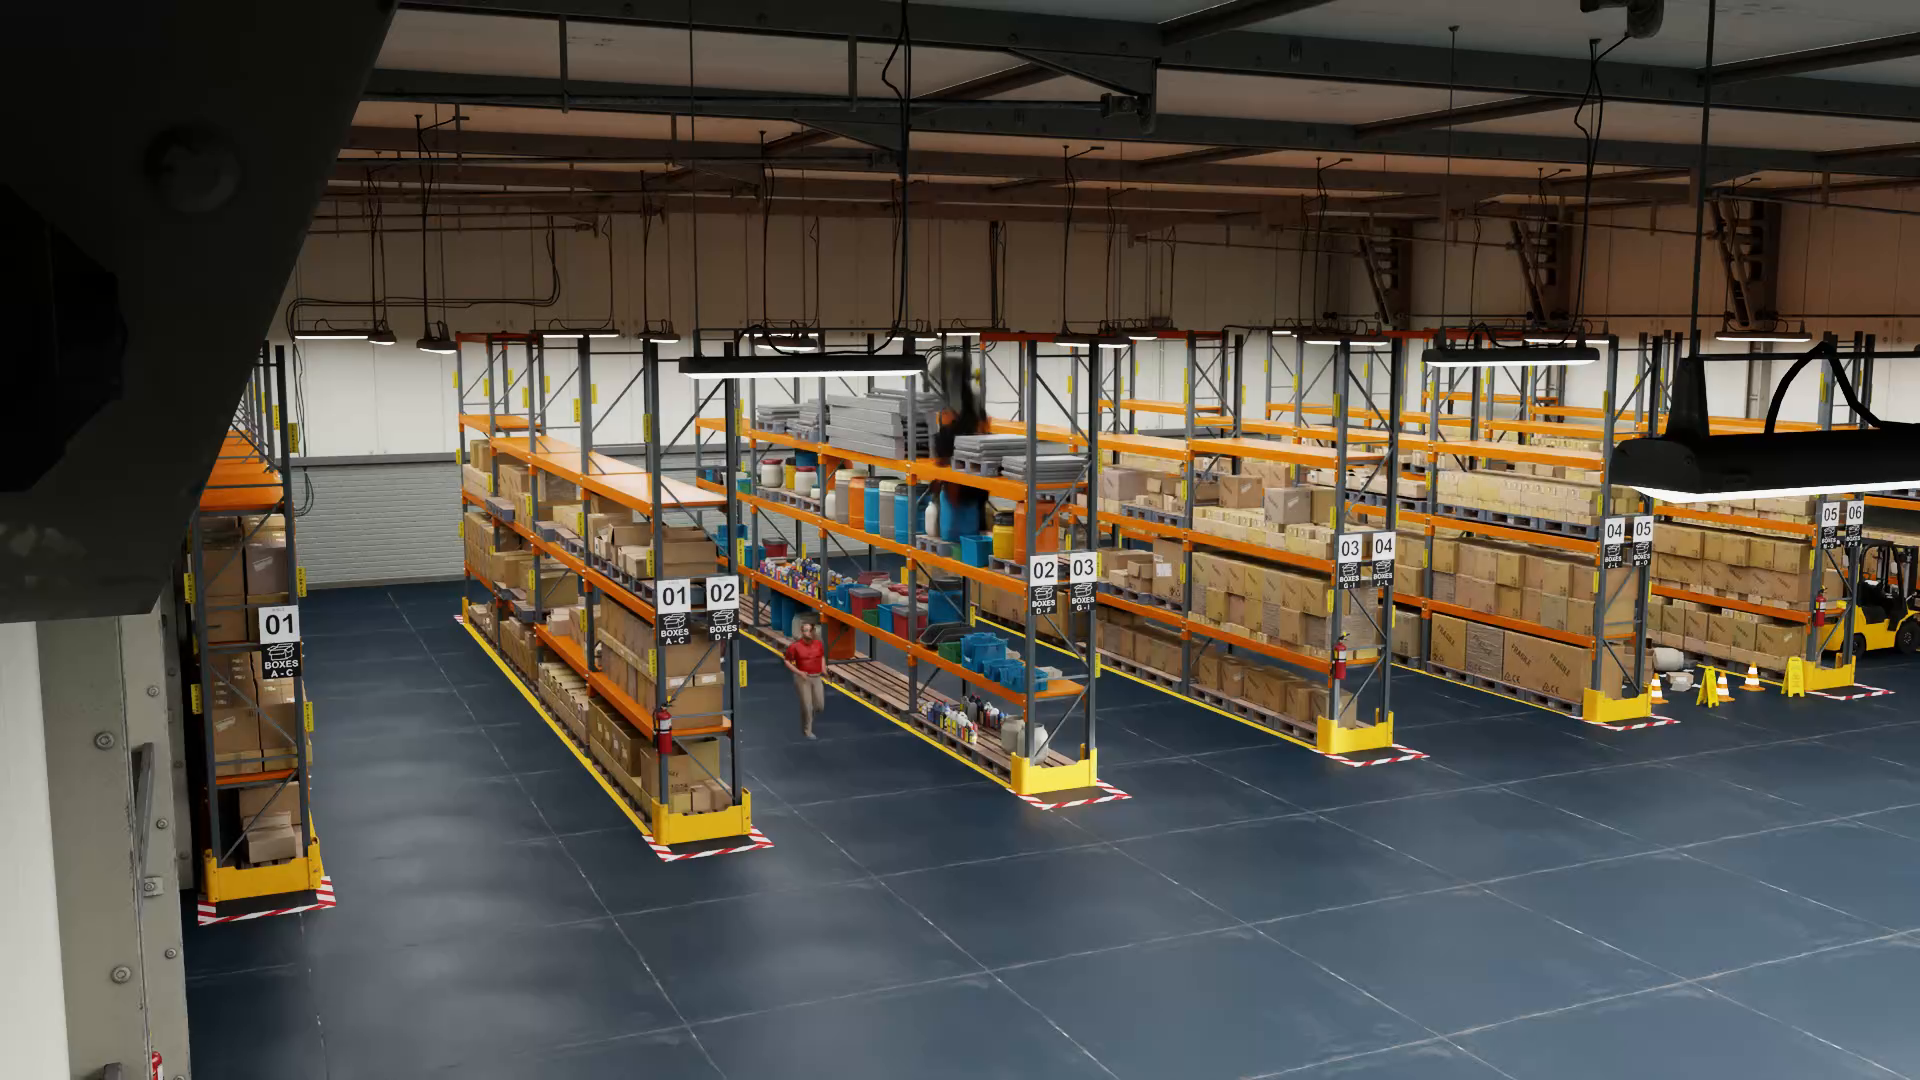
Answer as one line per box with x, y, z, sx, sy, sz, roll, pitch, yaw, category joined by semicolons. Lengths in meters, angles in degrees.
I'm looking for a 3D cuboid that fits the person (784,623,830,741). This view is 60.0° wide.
-2.222;2.041;24.146;0.665;1.688;0.603;-5;9;-31;person

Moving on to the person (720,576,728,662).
-4.334;1.427;30.430;0.566;1.637;0.542;-2;8;-15;person

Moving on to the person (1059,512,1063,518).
2.287;0.151;39.916;0.660;1.679;0.742;1;8;7;person

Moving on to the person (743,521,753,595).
-4.992;0.422;37.873;0.738;1.706;0.615;-1;8;-4;person
